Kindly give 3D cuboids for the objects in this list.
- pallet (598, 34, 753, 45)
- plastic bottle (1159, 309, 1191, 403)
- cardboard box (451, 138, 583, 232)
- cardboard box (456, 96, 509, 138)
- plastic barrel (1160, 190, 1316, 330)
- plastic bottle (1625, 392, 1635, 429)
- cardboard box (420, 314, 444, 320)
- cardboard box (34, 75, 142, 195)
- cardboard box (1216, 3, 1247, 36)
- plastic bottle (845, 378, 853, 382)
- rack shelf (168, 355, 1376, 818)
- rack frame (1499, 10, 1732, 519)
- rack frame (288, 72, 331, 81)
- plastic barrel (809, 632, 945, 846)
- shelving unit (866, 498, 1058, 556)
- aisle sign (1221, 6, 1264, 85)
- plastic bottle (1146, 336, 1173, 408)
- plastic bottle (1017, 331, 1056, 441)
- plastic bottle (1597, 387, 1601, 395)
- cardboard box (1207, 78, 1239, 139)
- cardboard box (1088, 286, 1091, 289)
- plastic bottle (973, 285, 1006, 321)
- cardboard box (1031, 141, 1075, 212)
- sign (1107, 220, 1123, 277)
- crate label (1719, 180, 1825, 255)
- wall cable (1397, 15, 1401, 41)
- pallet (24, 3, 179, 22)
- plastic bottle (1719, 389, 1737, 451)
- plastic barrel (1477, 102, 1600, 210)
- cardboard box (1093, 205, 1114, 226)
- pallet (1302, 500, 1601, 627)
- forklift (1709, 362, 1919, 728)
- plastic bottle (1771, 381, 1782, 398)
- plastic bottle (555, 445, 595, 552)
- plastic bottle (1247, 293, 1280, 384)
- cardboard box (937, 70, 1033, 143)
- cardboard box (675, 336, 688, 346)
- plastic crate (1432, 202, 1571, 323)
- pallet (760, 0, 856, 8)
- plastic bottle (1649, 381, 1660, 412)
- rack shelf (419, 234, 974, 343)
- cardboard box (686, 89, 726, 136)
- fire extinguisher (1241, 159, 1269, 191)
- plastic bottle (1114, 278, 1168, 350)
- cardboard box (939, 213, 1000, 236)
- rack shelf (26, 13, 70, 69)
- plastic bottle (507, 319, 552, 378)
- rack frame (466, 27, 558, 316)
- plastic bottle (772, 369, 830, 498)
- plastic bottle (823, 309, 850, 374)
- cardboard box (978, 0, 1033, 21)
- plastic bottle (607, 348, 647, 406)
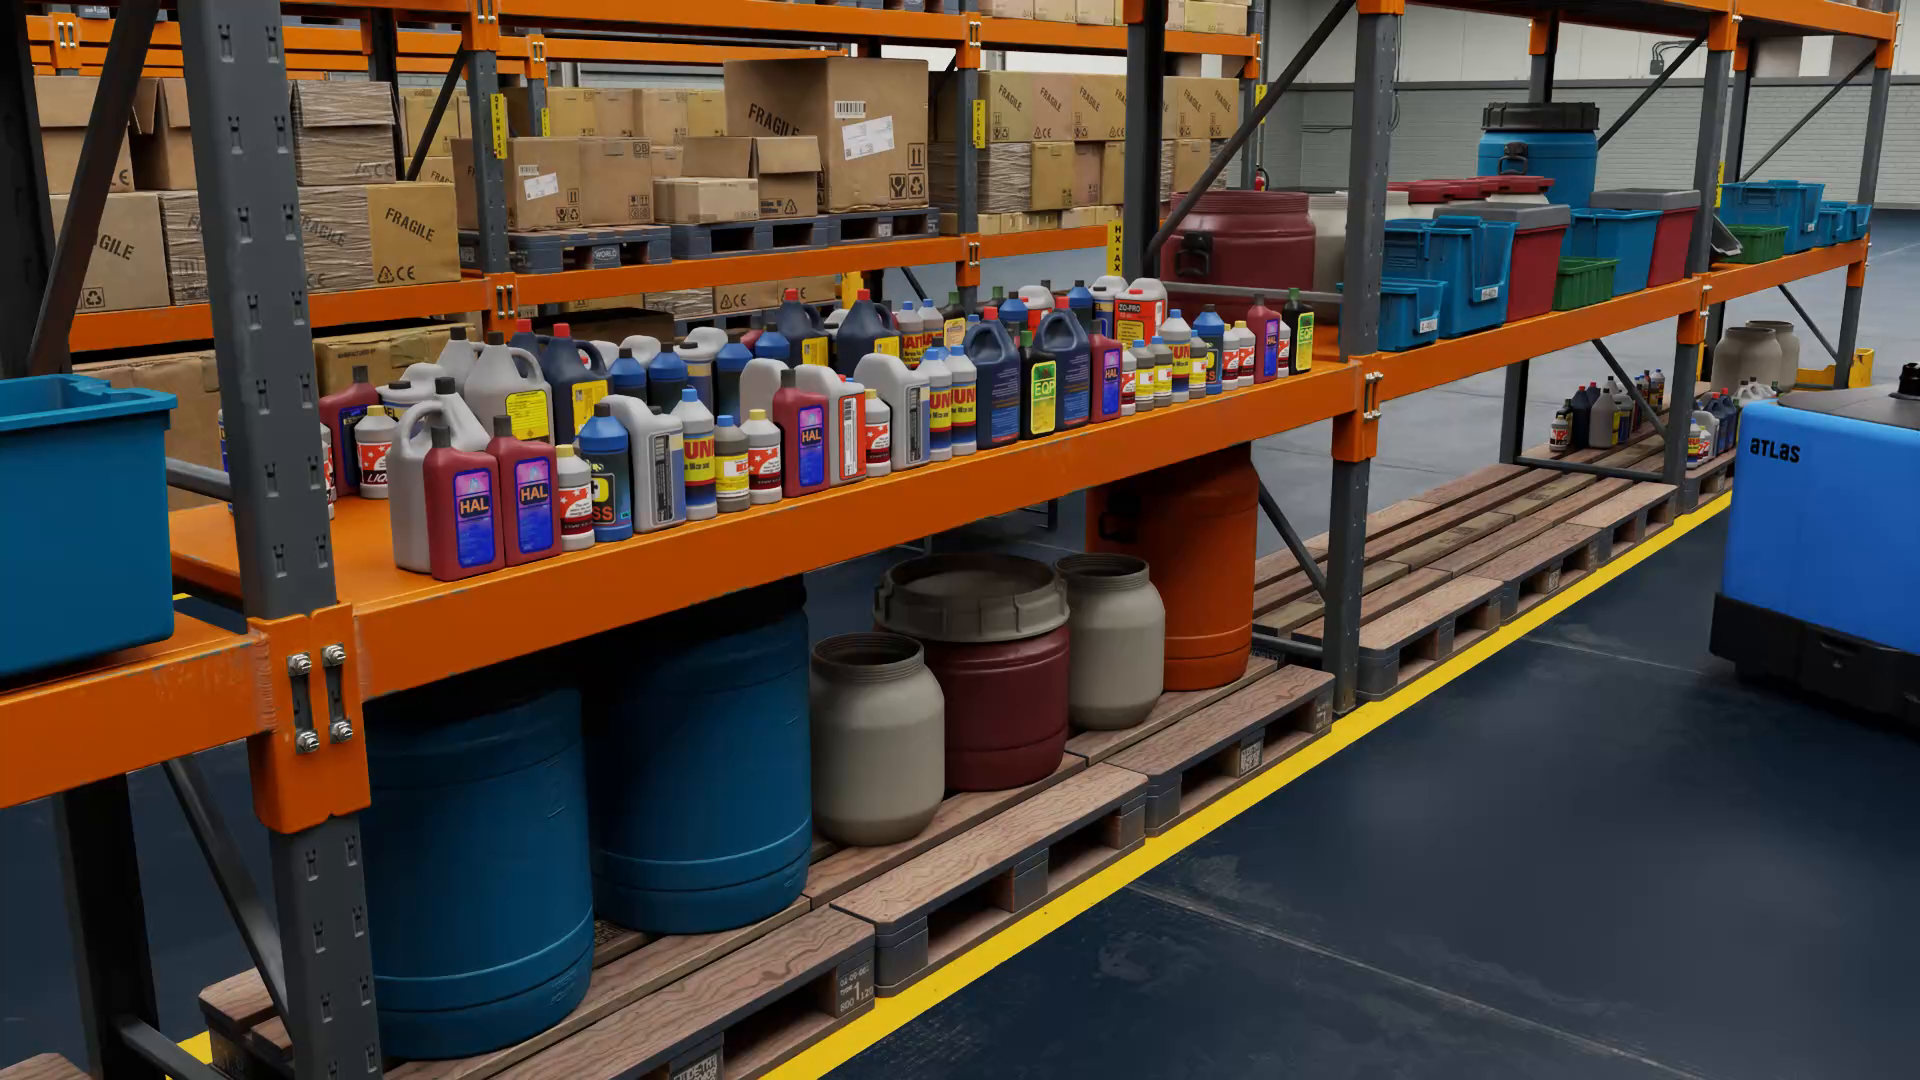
[{"bbox_3d":[-2.806,-5.011,16.344,1.003,0.211,1.213,11,18,38],"label":"pallet"},{"bbox_3d":[0.638,-0.549,4.954,0.097,0.271,0.097,0,14,0],"label":"plastic bottle"},{"bbox_3d":[-2.507,-2.021,9.431,0.500,0.500,0.500,9,17,31],"label":"cardboard box"},{"bbox_3d":[-4.403,-3.650,14.663,0.700,0.500,0.500,11,18,37],"label":"cardboard box"},{"bbox_3d":[1.093,-1.095,6.564,0.600,0.536,0.708,11,18,38],"label":"plastic barrel"},{"bbox_3d":[4.151,-0.811,10.348,0.061,0.283,0.133,11,18,38],"label":"plastic bottle"},{"bbox_3d":[-5.025,-2.009,14.154,1.050,0.750,0.750,11,18,38],"label":"cardboard box"},{"bbox_3d":[-4.116,-1.803,7.387,0.797,0.503,0.637,12,19,39],"label":"cardboard box"},{"bbox_3d":[2.107,-4.441,14.225,0.500,0.250,0.500,12,18,39],"label":"cardboard box"},{"bbox_3d":[-0.271,-0.298,4.107,0.097,0.201,0.097,0,14,0],"label":"plastic bottle"},{"bbox_3d":[-0.220,-0.161,4.627,1.077,0.370,4.000,11,18,38],"label":"rack shelf"},{"bbox_3d":[3.551,-1.659,9.062,1.000,3.000,0.127,11,18,38],"label":"rack frame"},{"bbox_3d":[-9.359,-5.493,24.152,1.000,3.000,0.127,11,18,38],"label":"rack frame"},{"bbox_3d":[-0.253,0.544,4.590,0.421,0.512,0.421,0,14,0],"label":"plastic barrel"},{"bbox_3d":[-0.004,-0.544,8.479,0.538,1.125,1.048,11,18,38],"label":"shelving unit"},{"bbox_3d":[2.485,-4.417,14.638,0.394,0.787,0.004,11,18,38],"label":"aisle sign"},{"bbox_3d":[0.577,-0.497,4.889,0.097,0.201,0.097,0,14,0],"label":"plastic bottle"},{"bbox_3d":[0.196,-0.413,4.394,0.061,0.283,0.133,11,18,38],"label":"plastic bottle"},{"bbox_3d":[3.922,-0.798,10.296,0.061,0.283,0.133,13,19,41],"label":"plastic bottle"},{"bbox_3d":[2.059,-3.725,14.357,0.500,0.500,0.500,11,18,38],"label":"cardboard box"},{"bbox_3d":[1.458,-1.947,14.418,0.500,0.500,0.500,-10,17,-35],"label":"cardboard box"},{"bbox_3d":[0.103,-0.696,5.509,0.061,0.283,0.133,11,18,38],"label":"plastic bottle"},{"bbox_3d":[0.371,-2.785,12.687,0.875,0.500,0.500,11,18,38],"label":"cardboard box"},{"bbox_3d":[0.605,-1.056,6.356,0.100,0.325,0.005,11,18,38],"label":"sign"},{"bbox_3d":[5.119,-2.048,10.521,0.502,0.435,0.616,11,18,38],"label":"crate label"},{"bbox_3d":[13.342,-15.035,45.581,3.097,2.526,0.112,11,18,38],"label":"wall cable"},{"bbox_3d":[-6.247,-3.940,12.333,1.213,0.211,1.003,12,19,40],"label":"pallet"},{"bbox_3d":[4.500,-0.715,9.832,0.144,0.351,0.185,10,18,35],"label":"plastic bottle"},{"bbox_3d":[3.072,-1.875,8.893,0.600,0.901,0.708,11,18,38],"label":"plastic barrel"},{"bbox_3d":[1.000,-2.588,13.228,0.380,0.149,0.250,11,18,38],"label":"cardboard box"},{"bbox_3d":[2.321,0.083,7.866,1.003,0.211,1.213,11,18,38],"label":"pallet"},{"bbox_3d":[4.066,-0.636,5.175,1.130,2.935,3.031,-7,16,-25],"label":"forklift"},{"bbox_3d":[5.192,-0.877,10.607,0.061,0.283,0.133,12,18,39],"label":"plastic bottle"},{"bbox_3d":[-0.773,-0.085,3.271,0.097,0.201,0.097,0,14,0],"label":"plastic bottle"},{"bbox_3d":[0.969,-0.649,5.322,0.061,0.283,0.133,11,18,38],"label":"plastic bottle"},{"bbox_3d":[0.179,-3.150,12.091,0.500,0.500,0.500,11,18,38],"label":"cardboard box"},{"bbox_3d":[-1.720,-1.011,10.692,0.700,0.500,0.500,13,19,42],"label":"cardboard box"},{"bbox_3d":[2.290,-1.186,7.070,0.402,0.464,0.583,11,18,38],"label":"plastic crate"},{"bbox_3d":[-1.422,-3.488,10.548,1.213,0.211,1.003,11,18,38],"label":"pallet"},{"bbox_3d":[4.618,-0.963,11.113,0.097,0.201,0.097,0,14,0],"label":"plastic bottle"},{"bbox_3d":[-1.559,-1.694,10.660,1.077,0.370,4.000,11,18,38],"label":"rack shelf"},{"bbox_3d":[-2.809,-4.182,16.495,0.875,0.550,0.500,11,18,38],"label":"cardboard box"},{"bbox_3d":[2.643,-3.105,14.909,0.296,0.674,0.183,11,18,38],"label":"fire extinguisher"},{"bbox_3d":[0.632,-0.777,5.840,0.152,0.276,0.135,11,18,38],"label":"plastic bottle"},{"bbox_3d":[0.068,-2.298,12.089,0.380,0.149,0.250,11,18,38],"label":"cardboard box"},{"bbox_3d":[-7.867,-3.169,10.373,1.077,0.370,4.000,11,18,38],"label":"rack shelf"},{"bbox_3d":[-1.038,-0.365,4.069,0.144,0.351,0.185,11,18,38],"label":"plastic bottle"},{"bbox_3d":[-4.096,-3.213,15.177,1.000,3.000,0.127,11,18,38],"label":"rack frame"},{"bbox_3d":[-0.357,-0.245,3.731,0.061,0.283,0.133,11,18,38],"label":"plastic bottle"},{"bbox_3d":[-0.358,-0.535,4.887,0.152,0.276,0.135,11,18,38],"label":"plastic bottle"},{"bbox_3d":[0.180,-3.853,11.911,0.500,0.250,0.500,10,18,35],"label":"cardboard box"},{"bbox_3d":[-0.826,-0.341,4.134,0.097,0.271,0.097,0,14,0],"label":"plastic bottle"}]
